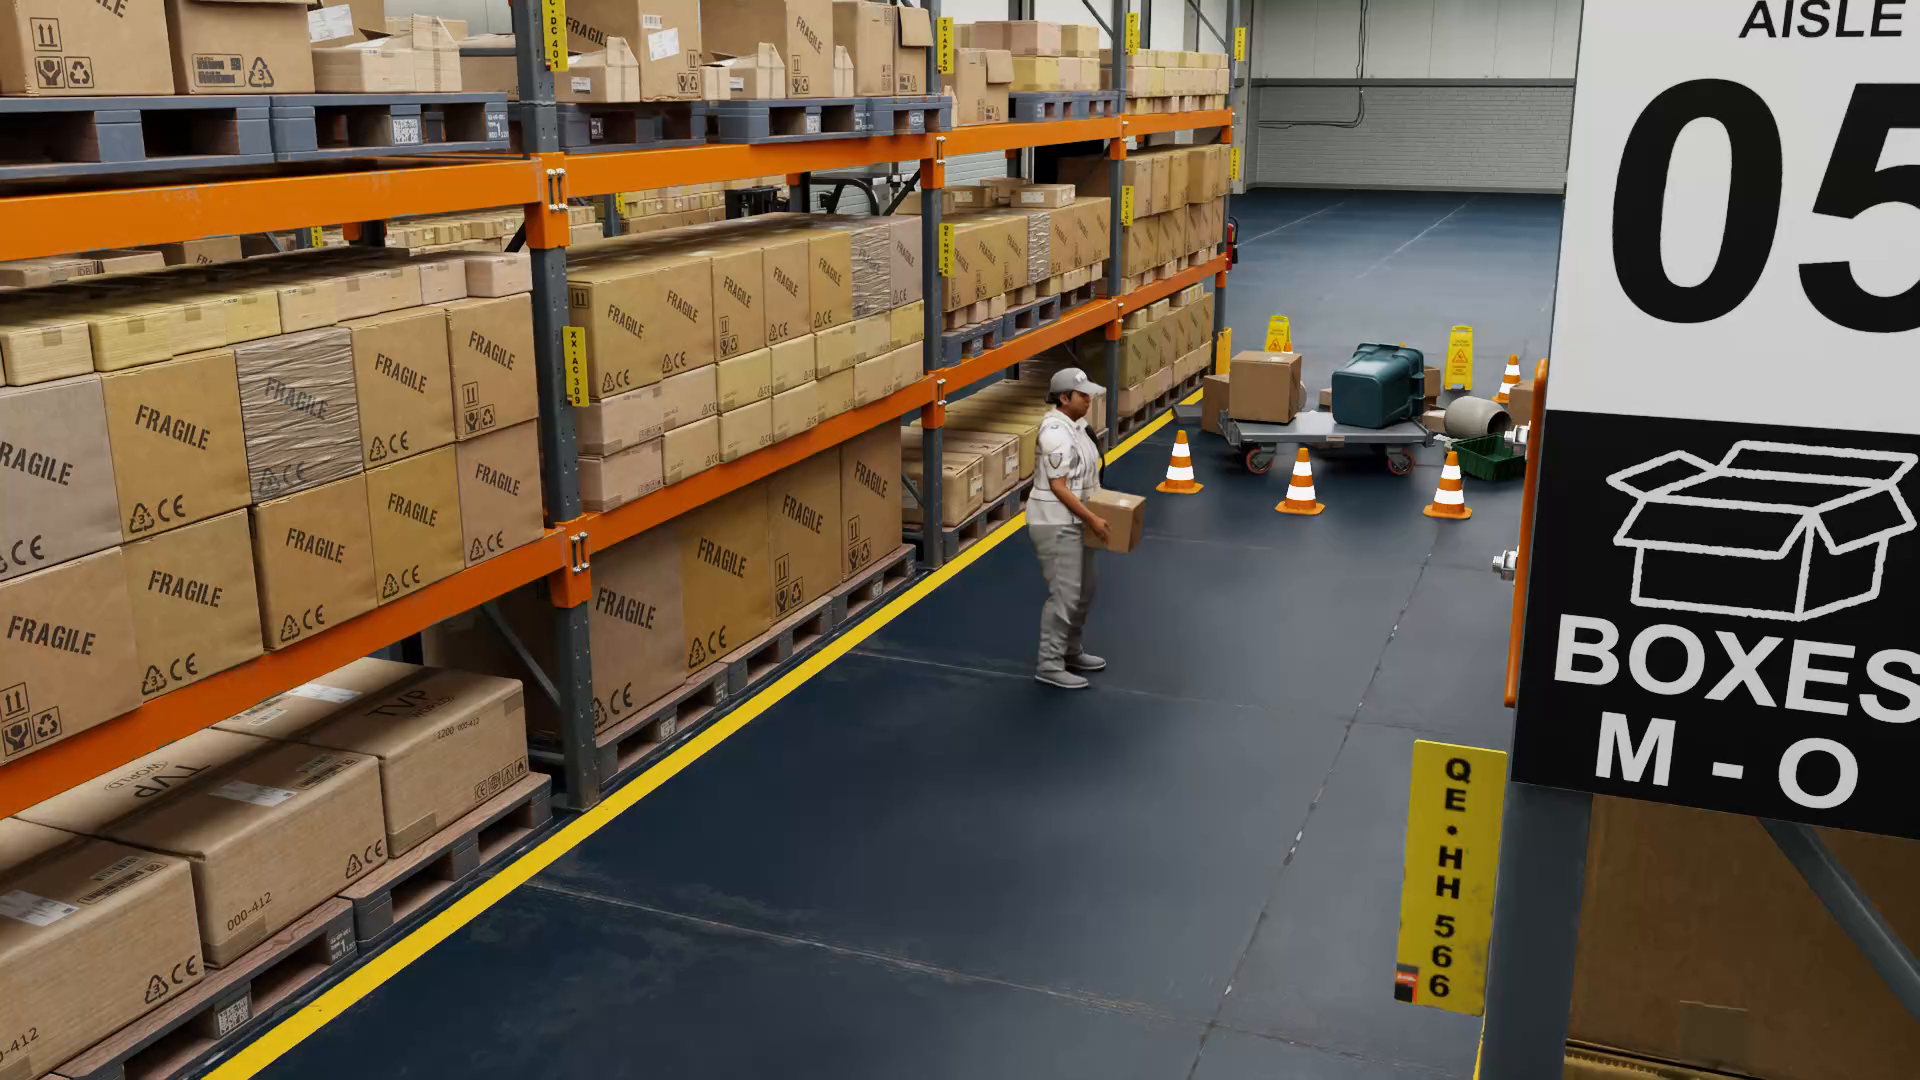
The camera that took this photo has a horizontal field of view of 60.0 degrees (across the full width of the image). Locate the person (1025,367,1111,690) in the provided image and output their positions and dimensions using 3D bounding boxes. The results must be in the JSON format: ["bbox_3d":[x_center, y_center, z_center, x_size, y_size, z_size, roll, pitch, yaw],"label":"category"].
[{"bbox_3d":[0.604,-0.078,8.786,0.490,1.671,0.493,6,17,20],"label":"person"}]
